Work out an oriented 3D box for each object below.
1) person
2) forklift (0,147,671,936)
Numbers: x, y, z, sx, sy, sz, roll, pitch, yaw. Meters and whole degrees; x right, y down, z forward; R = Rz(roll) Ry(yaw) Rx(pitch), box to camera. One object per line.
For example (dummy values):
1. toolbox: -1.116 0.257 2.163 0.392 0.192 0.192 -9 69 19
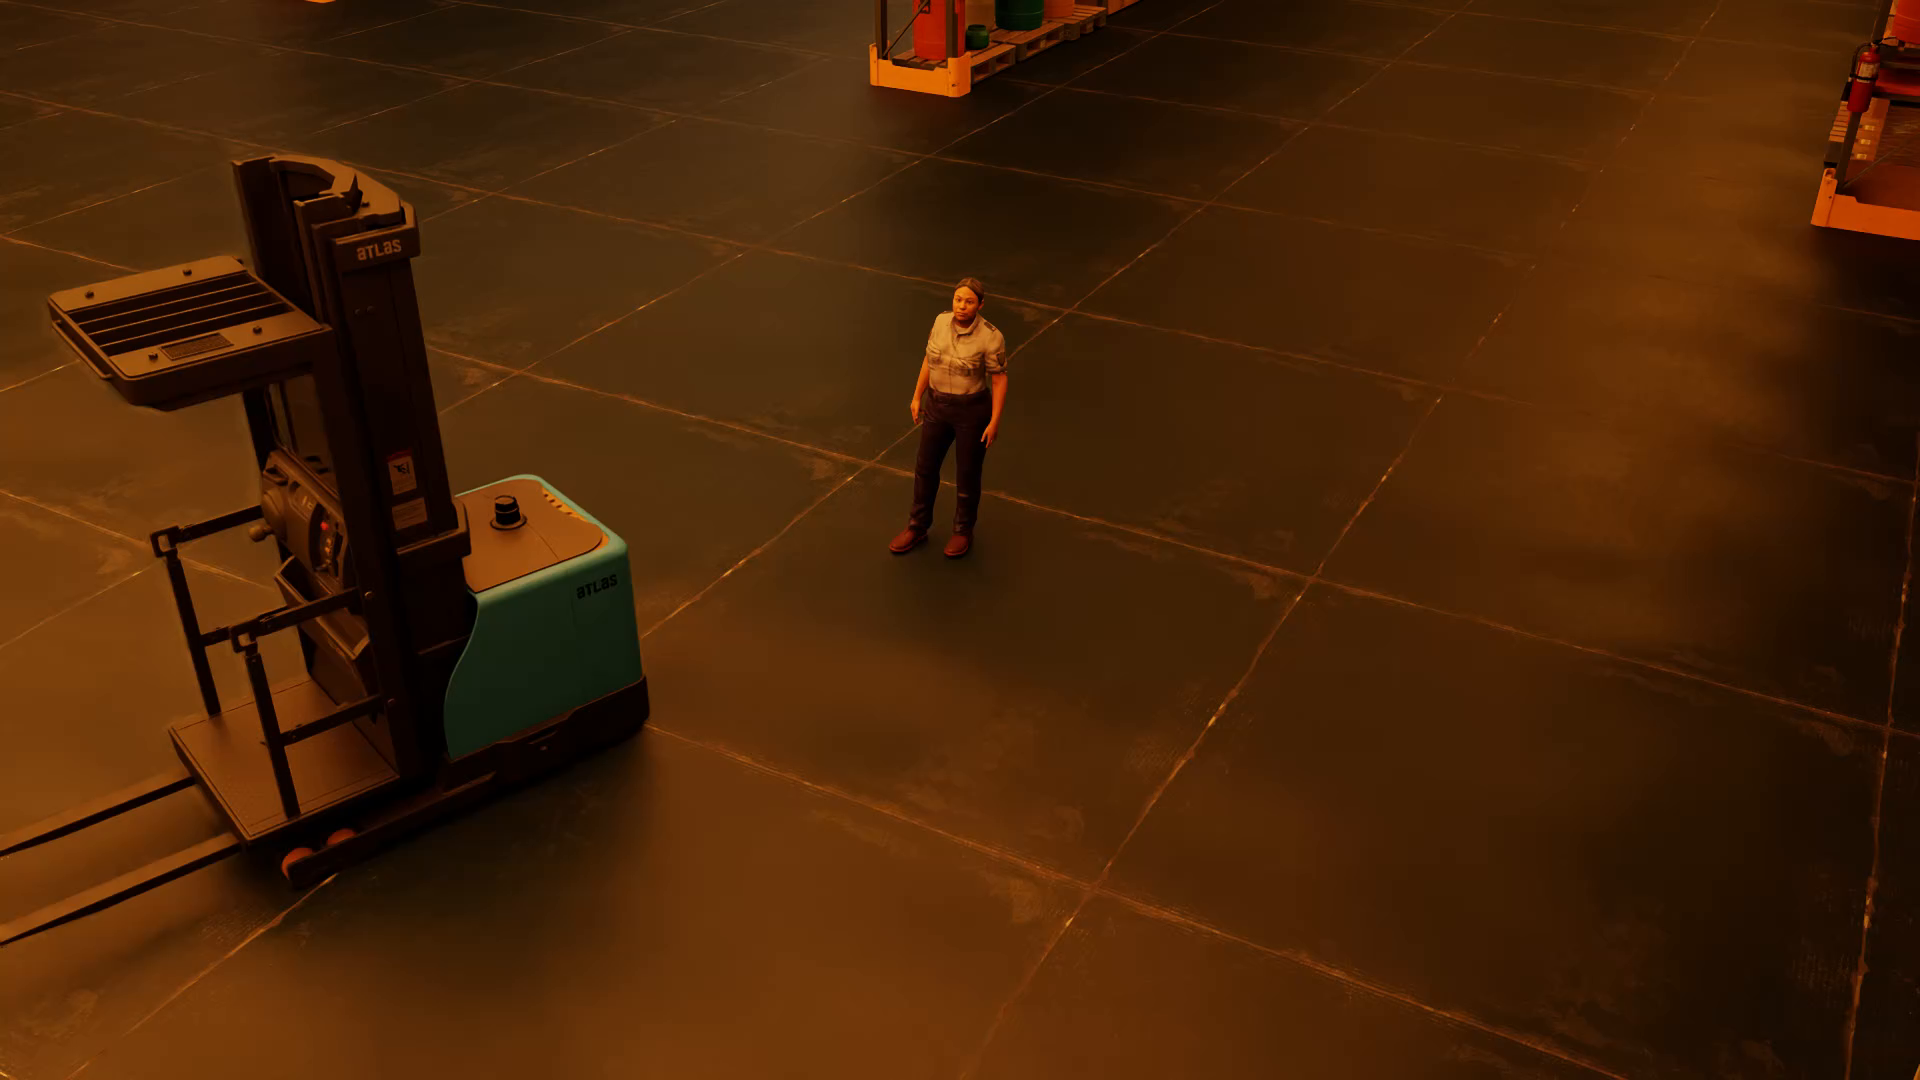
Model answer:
1. person: -0.064 -0.686 9.529 0.598 1.651 0.502 15 33 25
2. forklift: -2.915 -0.080 7.209 3.031 2.935 1.130 -23 37 -34
